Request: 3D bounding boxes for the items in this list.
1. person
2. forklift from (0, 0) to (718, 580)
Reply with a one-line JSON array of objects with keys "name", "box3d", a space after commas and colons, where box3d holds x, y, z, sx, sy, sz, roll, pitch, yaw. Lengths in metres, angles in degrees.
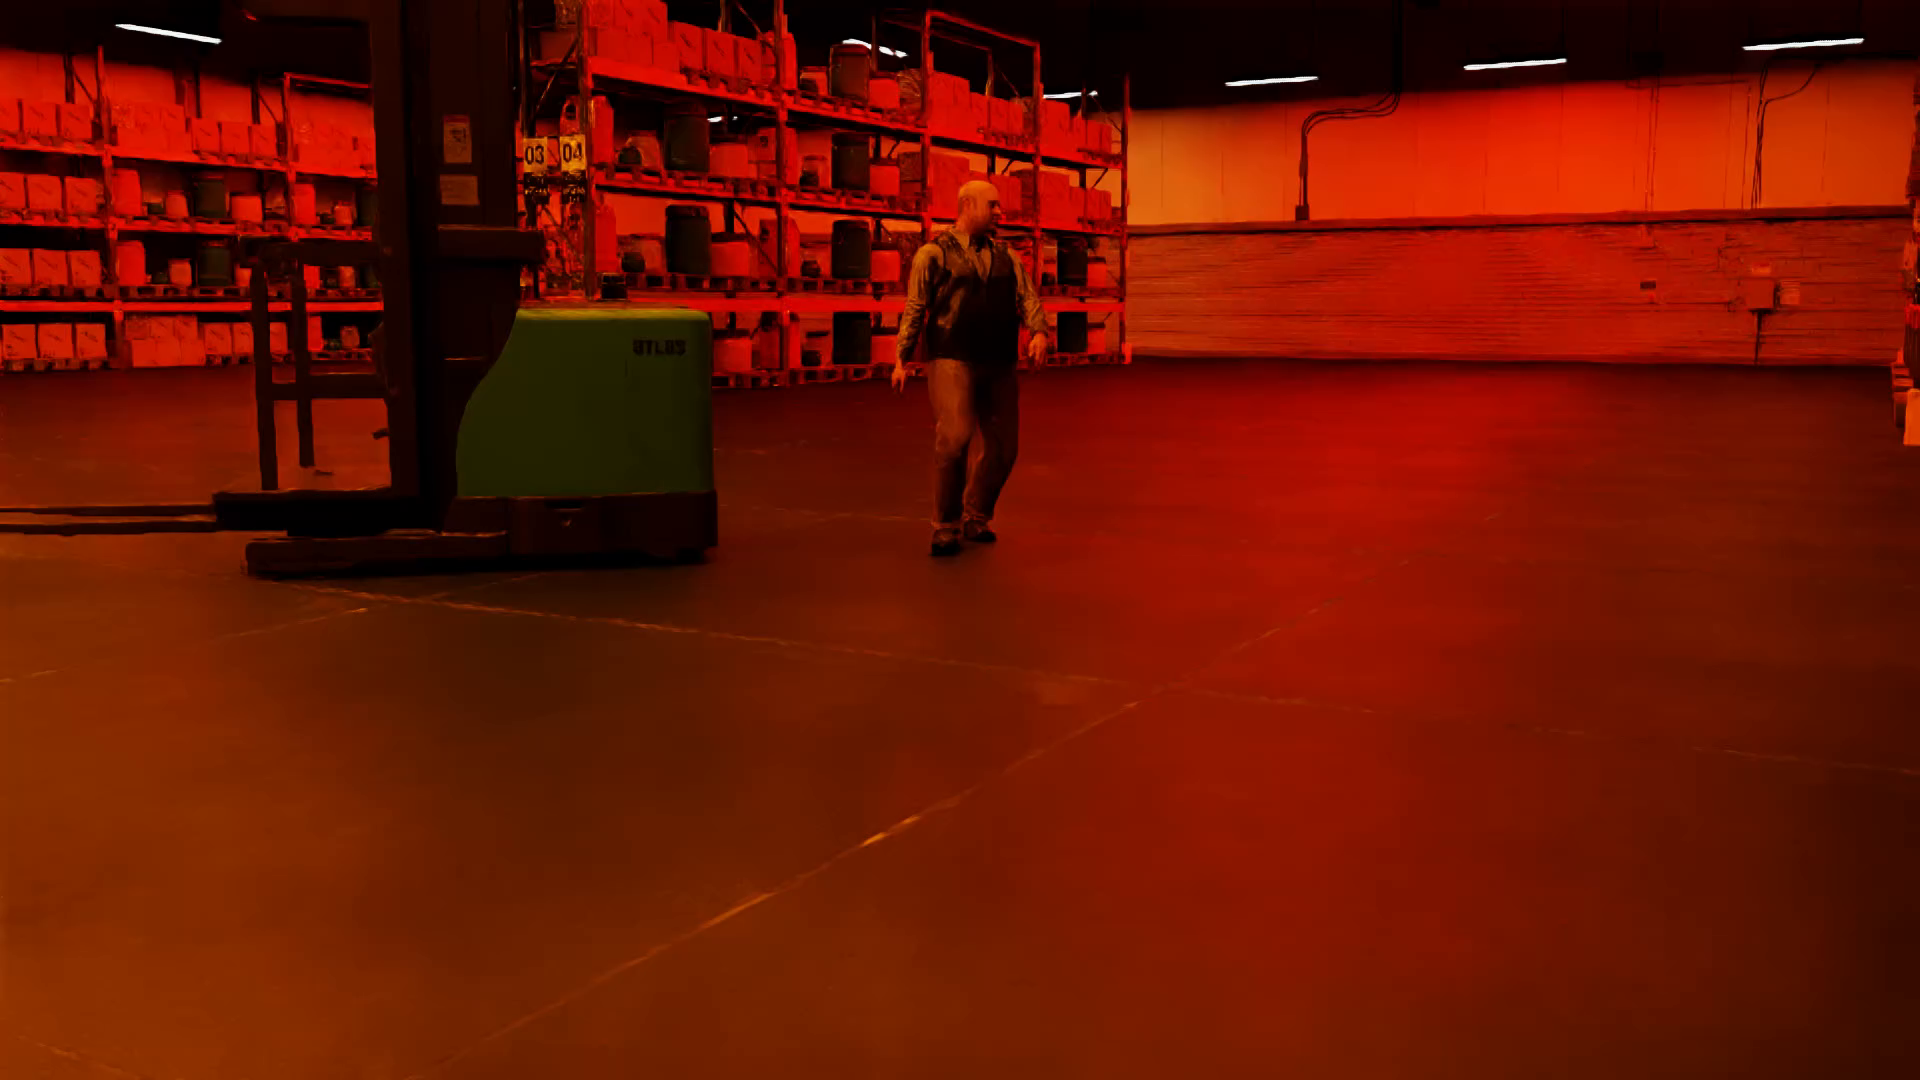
[{"name": "person", "box3d": [0.030, -0.785, 7.495, 0.662, 1.659, 0.723, -5, 9, -30]}, {"name": "forklift", "box3d": [-2.612, -1.371, 7.031, 3.031, 2.935, 1.130, -2, 8, -13]}]
